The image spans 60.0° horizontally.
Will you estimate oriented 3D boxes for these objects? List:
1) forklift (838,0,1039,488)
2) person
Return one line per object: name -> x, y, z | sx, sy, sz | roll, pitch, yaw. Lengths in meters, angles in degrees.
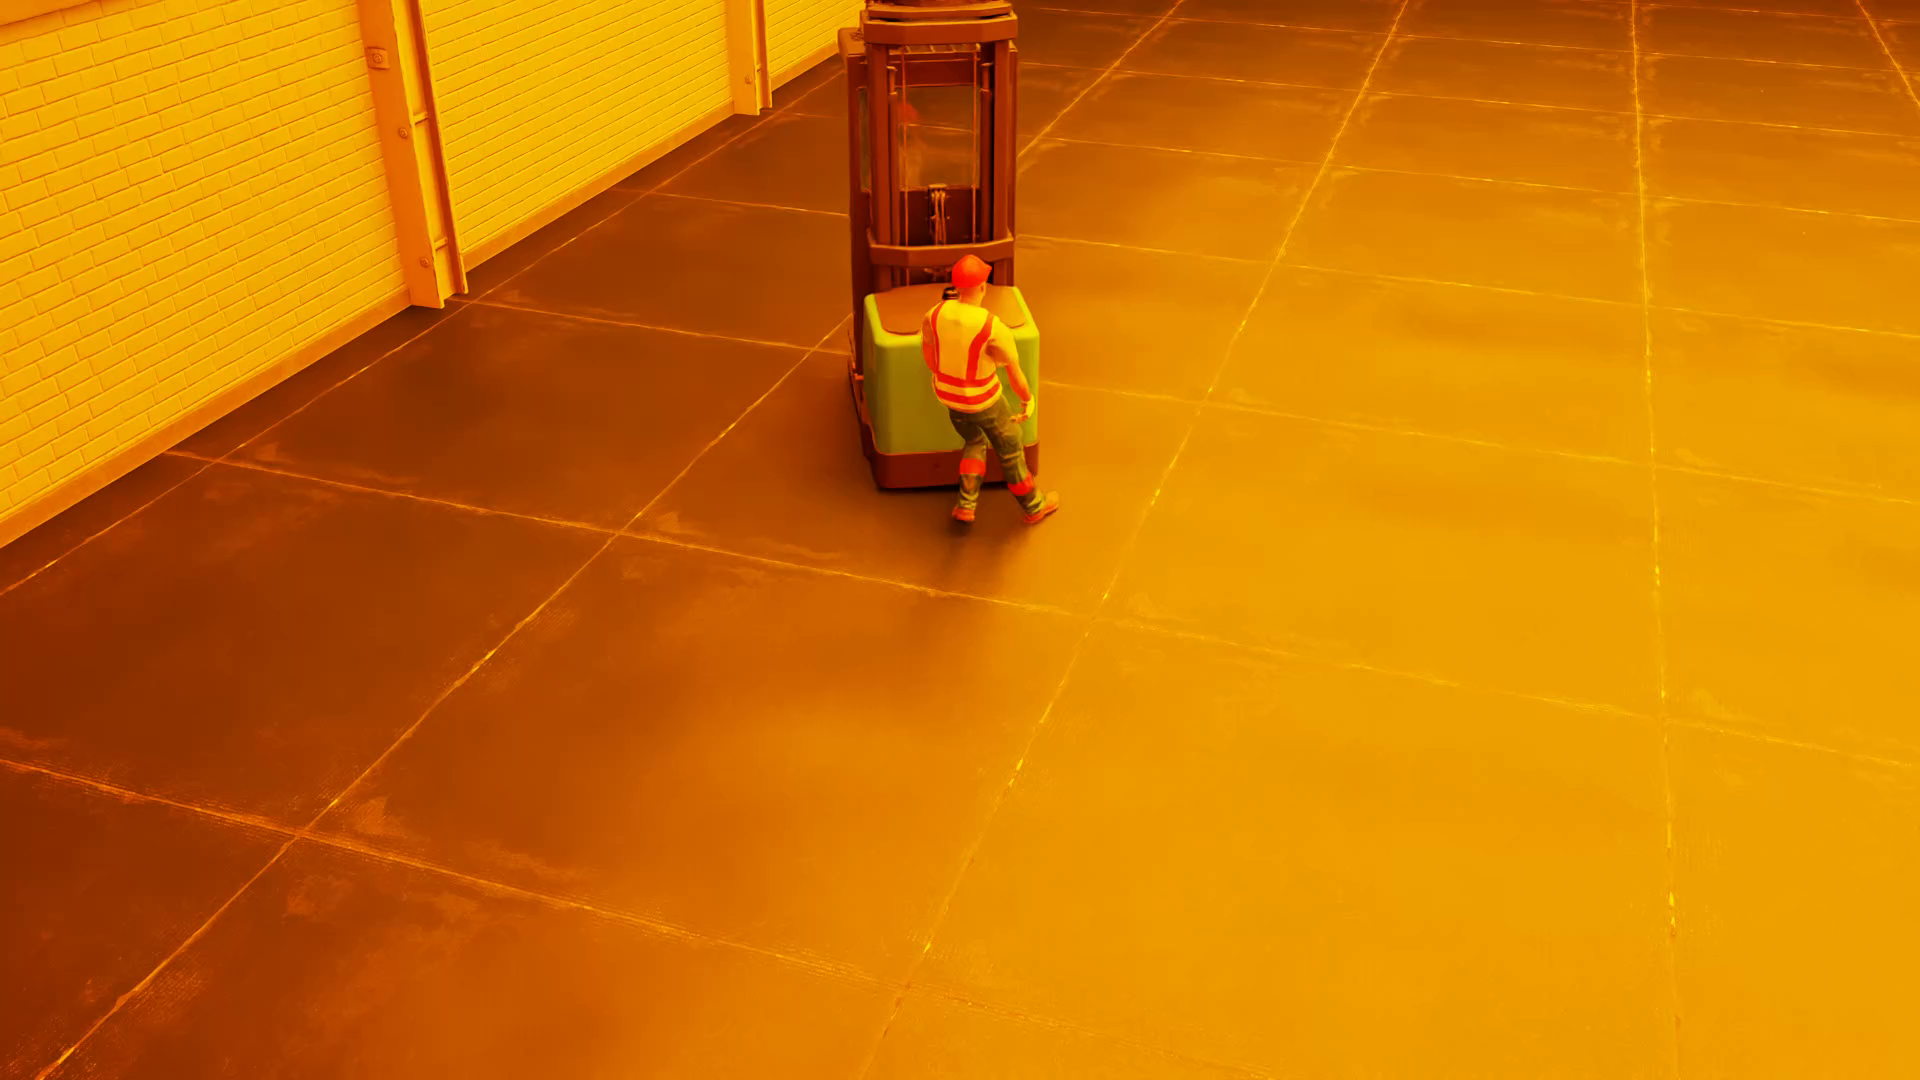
forklift -> -0.212, -2.309, 11.187 | 1.130, 2.935, 3.031 | -4, 30, -7
person -> 0.171, -0.927, 9.983 | 0.721, 1.734, 0.702 | 21, 36, 32
